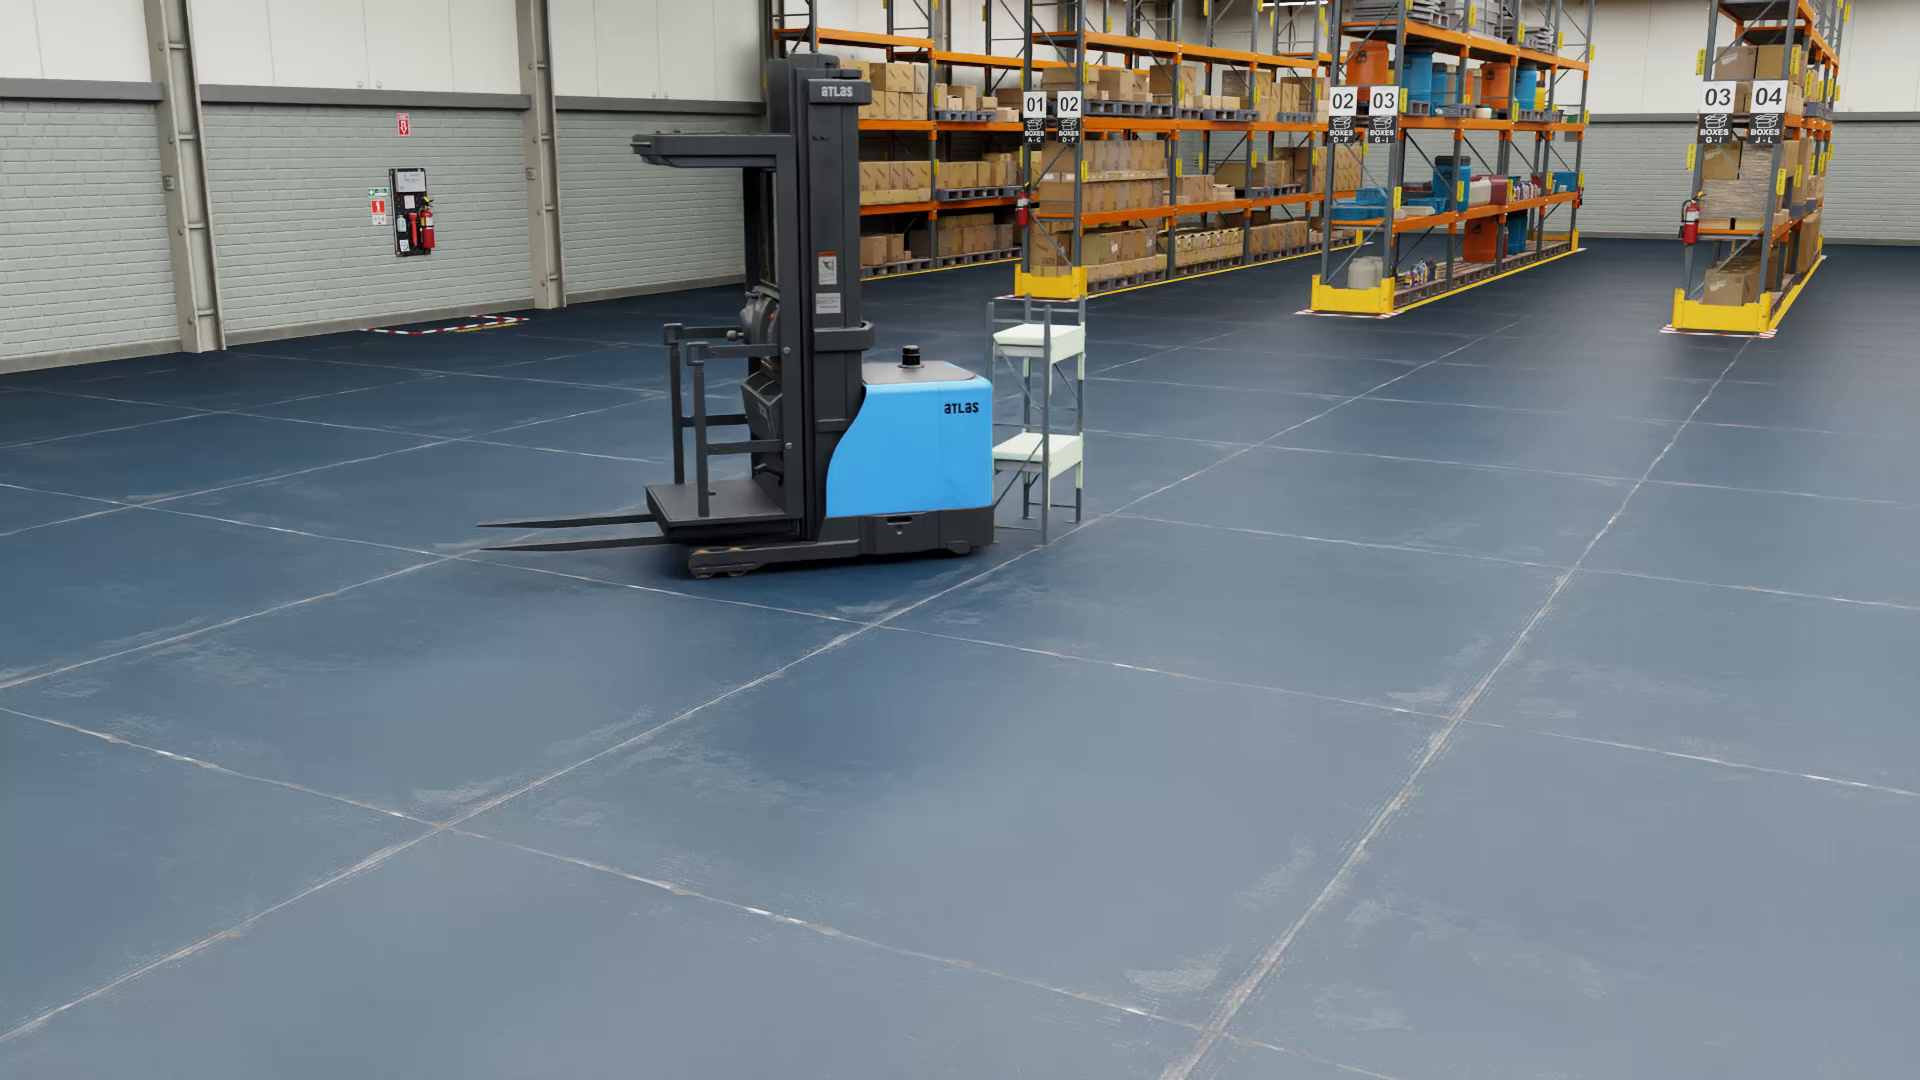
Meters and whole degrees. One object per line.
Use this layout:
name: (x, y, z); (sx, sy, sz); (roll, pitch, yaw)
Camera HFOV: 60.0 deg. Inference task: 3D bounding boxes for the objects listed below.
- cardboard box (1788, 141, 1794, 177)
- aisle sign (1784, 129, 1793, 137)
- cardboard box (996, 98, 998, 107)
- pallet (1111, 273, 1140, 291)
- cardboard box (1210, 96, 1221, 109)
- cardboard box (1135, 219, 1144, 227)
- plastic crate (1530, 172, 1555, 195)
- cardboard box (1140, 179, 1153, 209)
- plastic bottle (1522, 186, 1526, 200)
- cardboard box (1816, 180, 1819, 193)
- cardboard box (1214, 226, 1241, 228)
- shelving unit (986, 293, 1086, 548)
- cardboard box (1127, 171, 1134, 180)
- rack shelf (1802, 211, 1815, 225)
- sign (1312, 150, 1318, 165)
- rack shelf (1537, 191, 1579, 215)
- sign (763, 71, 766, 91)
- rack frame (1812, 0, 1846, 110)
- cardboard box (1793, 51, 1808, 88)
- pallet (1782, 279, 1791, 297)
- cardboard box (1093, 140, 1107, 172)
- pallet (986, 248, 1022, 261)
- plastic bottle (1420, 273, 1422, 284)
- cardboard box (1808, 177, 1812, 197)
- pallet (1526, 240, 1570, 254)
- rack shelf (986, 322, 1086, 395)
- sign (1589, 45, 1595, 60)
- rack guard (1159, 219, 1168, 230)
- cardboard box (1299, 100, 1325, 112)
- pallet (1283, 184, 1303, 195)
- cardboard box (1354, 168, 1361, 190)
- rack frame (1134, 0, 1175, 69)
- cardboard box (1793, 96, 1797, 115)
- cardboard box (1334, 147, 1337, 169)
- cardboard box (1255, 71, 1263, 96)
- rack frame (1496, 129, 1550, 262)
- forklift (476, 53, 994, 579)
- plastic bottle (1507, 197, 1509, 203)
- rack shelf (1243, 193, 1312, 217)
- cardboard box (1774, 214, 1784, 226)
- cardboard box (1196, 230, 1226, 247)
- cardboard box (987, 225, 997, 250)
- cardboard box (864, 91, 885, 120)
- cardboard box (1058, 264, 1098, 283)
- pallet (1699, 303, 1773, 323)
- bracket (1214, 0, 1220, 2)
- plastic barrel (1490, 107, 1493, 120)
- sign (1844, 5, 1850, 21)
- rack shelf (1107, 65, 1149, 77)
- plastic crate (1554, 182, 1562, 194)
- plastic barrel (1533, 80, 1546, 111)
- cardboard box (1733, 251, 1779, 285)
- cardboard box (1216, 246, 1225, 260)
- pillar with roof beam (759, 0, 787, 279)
cardboard box: (11.369, -5.344, 23.318); (0.500, 0.500, 0.500); (7, 15, 28)
aisle sign: (17.647, -8.870, 35.378); (0.394, 0.787, 0.004); (7, 15, 28)
cardboard box: (0.450, -8.995, 34.786); (0.500, 0.500, 0.500); (7, 15, 28)
pallet: (2.394, -4.453, 28.555); (1.003, 0.211, 1.213); (7, 15, 28)
cardboard box: (4.643, -8.303, 31.600); (0.500, 0.250, 0.500); (7, 15, 27)
cardboard box: (4.132, -7.869, 41.211); (0.700, 0.500, 0.500); (7, 15, 26)
plastic crate: (12.257, -7.513, 35.032); (0.402, 0.464, 0.583); (7, 15, 28)
cardboard box: (2.946, -6.066, 29.083); (0.700, 0.500, 0.500); (7, 15, 27)
plastic bottle: (11.100, -6.866, 32.880); (0.152, 0.276, 0.135); (7, 15, 28)
cardboard box: (16.398, -6.875, 32.336); (0.500, 0.250, 0.500); (7, 15, 27)
cardboard box: (5.584, -6.256, 34.479); (0.500, 0.500, 0.500); (8, 16, 30)
shelving unit: (0.484, -0.778, 10.562); (0.431, 1.500, 0.755); (5, 14, 20)
cardboard box: (2.719, -6.187, 28.200); (0.380, 0.149, 0.250); (8, 16, 30)
rack shelf: (14.974, -5.977, 30.459); (1.077, 0.370, 4.000); (7, 15, 28)
sign: (7.759, -8.361, 36.342); (0.100, 0.325, 0.005); (7, 15, 28)
rack shelf: (12.572, -7.358, 36.191); (1.077, 0.370, 4.000); (7, 15, 28)
sign: (-3.344, -7.914, 28.671); (0.100, 0.325, 0.005); (7, 15, 28)
rack frame: (17.875, -10.474, 34.778); (1.000, 3.000, 0.127); (7, 15, 28)
cardboard box: (12.080, -6.869, 24.309); (0.500, 0.500, 0.500); (7, 15, 26)
pallet: (13.038, -4.151, 27.301); (1.003, 0.211, 1.213); (7, 15, 28)
cardboard box: (1.982, -6.291, 27.246); (0.700, 0.500, 0.500); (7, 15, 27)
pallet: (0.620, -6.084, 35.319); (1.003, 0.211, 1.213); (7, 15, 28)
plastic bottle: (7.315, -4.179, 26.501); (0.097, 0.201, 0.097); (0, 14, 0)
cardboard box: (14.973, -6.245, 29.824); (0.500, 0.500, 0.500); (7, 15, 27)
pallet: (13.107, -6.598, 37.452); (1.003, 0.211, 1.213); (7, 15, 28)
rack shelf: (0.484, -1.158, 10.471); (0.431, 0.370, 0.720); (5, 14, 20)
sign: (14.029, -10.819, 36.898); (0.100, 0.325, 0.005); (7, 15, 28)
rack guard: (4.878, -8.031, 42.778); (1.175, 0.500, 0.348); (7, 15, 28)
cardboard box: (7.724, -9.560, 36.640); (0.500, 0.250, 0.500); (7, 15, 28)
pallet: (6.789, -7.615, 36.129); (1.003, 0.211, 1.213); (7, 15, 28)
cardboard box: (9.227, -8.606, 39.619); (0.500, 0.500, 0.500); (8, 16, 30)
rack frame: (4.867, -12.157, 41.761); (1.000, 3.000, 0.127); (7, 15, 28)
cardboard box: (11.333, -6.045, 23.126); (0.500, 0.250, 0.500); (8, 16, 30)
cardboard box: (8.243, -8.671, 37.752); (0.500, 0.500, 0.500); (7, 15, 26)
cardboard box: (5.801, -9.225, 33.653); (0.500, 0.500, 0.500); (7, 15, 28)
rack frame: (11.606, -7.298, 34.404); (1.000, 3.000, 0.127); (7, 15, 28)
forklift: (-1.367, -1.340, 9.836); (3.031, 2.935, 1.130); (-4, 14, -17)
plastic bottle: (10.363, -6.535, 31.489); (0.061, 0.283, 0.133); (7, 15, 28)
rack shelf: (6.304, -7.100, 35.118); (1.077, 0.370, 4.000); (7, 15, 28)
cardboard box: (11.297, -4.481, 23.256); (0.380, 0.149, 0.250); (7, 15, 28)
cardboard box: (4.808, -5.833, 32.104); (0.500, 0.311, 0.500); (7, 15, 28)
cardboard box: (0.346, -6.352, 34.877); (0.700, 0.500, 0.500); (7, 15, 28)
cardboard box: (-1.709, -7.841, 30.000); (0.500, 0.500, 0.500); (8, 16, 31)
cardboard box: (1.924, -4.350, 27.148); (0.500, 0.250, 0.500); (7, 15, 28)
pallet: (10.601, -3.097, 22.931); (1.003, 0.211, 1.213); (7, 15, 28)
bracket: (7.072, -15.090, 46.247); (0.235, 0.232, 0.430); (7, 15, 28)
plastic barrel: (9.597, -7.803, 30.433); (0.294, 0.245, 0.294); (0, 14, 0)
sign: (18.343, -10.902, 34.392); (0.100, 0.325, 0.005); (7, 15, 28)
rack shelf: (3.900, -11.203, 40.190); (1.077, 0.370, 4.000); (7, 15, 28)
plastic crate: (12.771, -7.616, 35.953); (0.416, 0.233, 0.300); (7, 15, 28)
plastic barrel: (11.342, -8.841, 33.109); (0.600, 0.588, 0.600); (0, 14, 0)
cardboard box: (12.637, -4.313, 26.420); (0.700, 0.500, 0.500); (7, 15, 28)
cardboard box: (4.805, -5.562, 32.175); (0.500, 0.250, 0.500); (8, 16, 29)
pillar with roof beam: (0.482, -8.629, 27.124); (9.100, 9.000, 0.400); (7, 15, 28)
